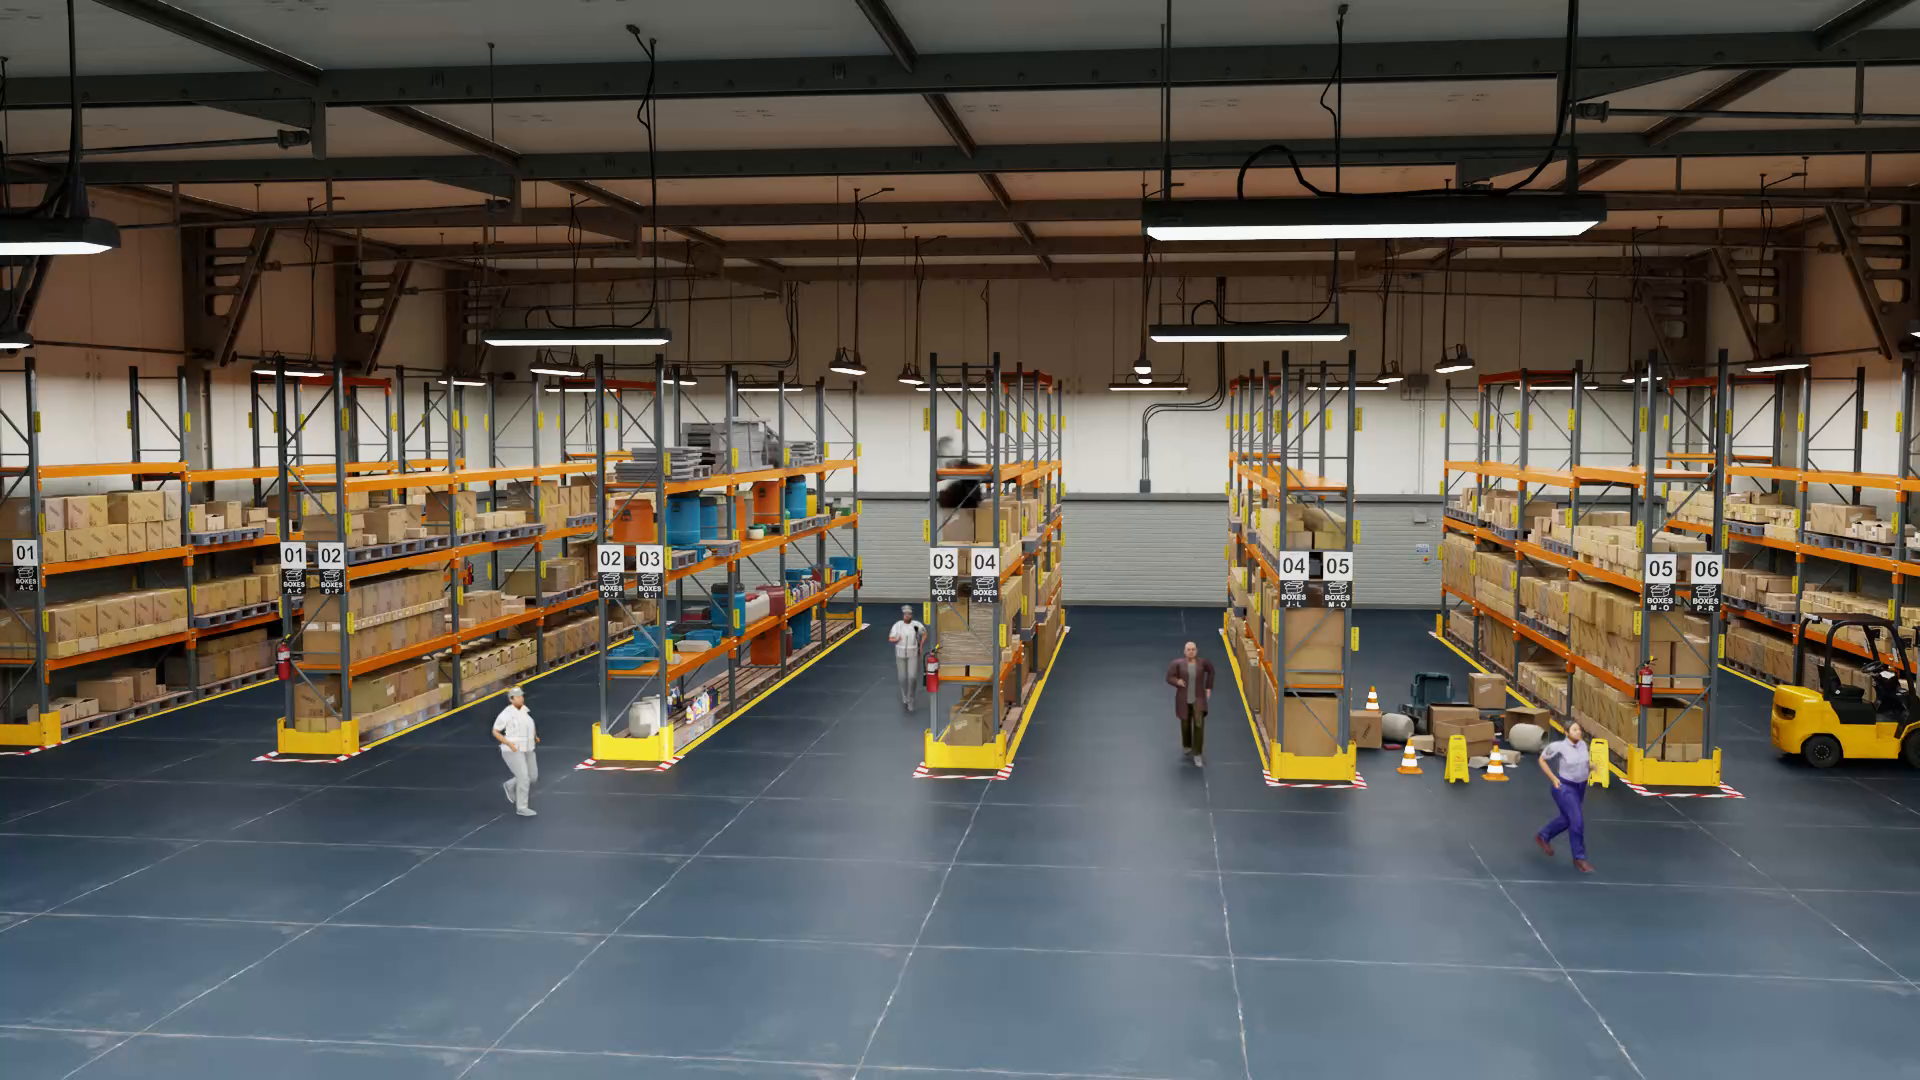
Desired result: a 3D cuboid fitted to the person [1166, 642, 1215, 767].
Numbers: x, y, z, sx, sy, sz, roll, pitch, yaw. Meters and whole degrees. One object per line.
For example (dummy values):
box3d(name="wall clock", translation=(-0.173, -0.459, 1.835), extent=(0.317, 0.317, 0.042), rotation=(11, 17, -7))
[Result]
box3d(name="person", translation=(3.398, 2.396, 24.554), extent=(0.724, 1.824, 0.898), rotation=(1, 4, 7))

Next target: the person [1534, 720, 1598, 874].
box3d(name="person", translation=(6.892, 2.855, 18.809), extent=(0.588, 1.679, 0.851), rotation=(-3, 5, -33))

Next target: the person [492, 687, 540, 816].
box3d(name="person", translation=(-5.676, 2.688, 21.261), extent=(0.688, 1.621, 0.613), rotation=(3, 5, 32))

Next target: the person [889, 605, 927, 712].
box3d(name="person", translation=(-0.918, 2.057, 29.121), extent=(0.645, 1.836, 0.768), rotation=(0, 4, 5))
